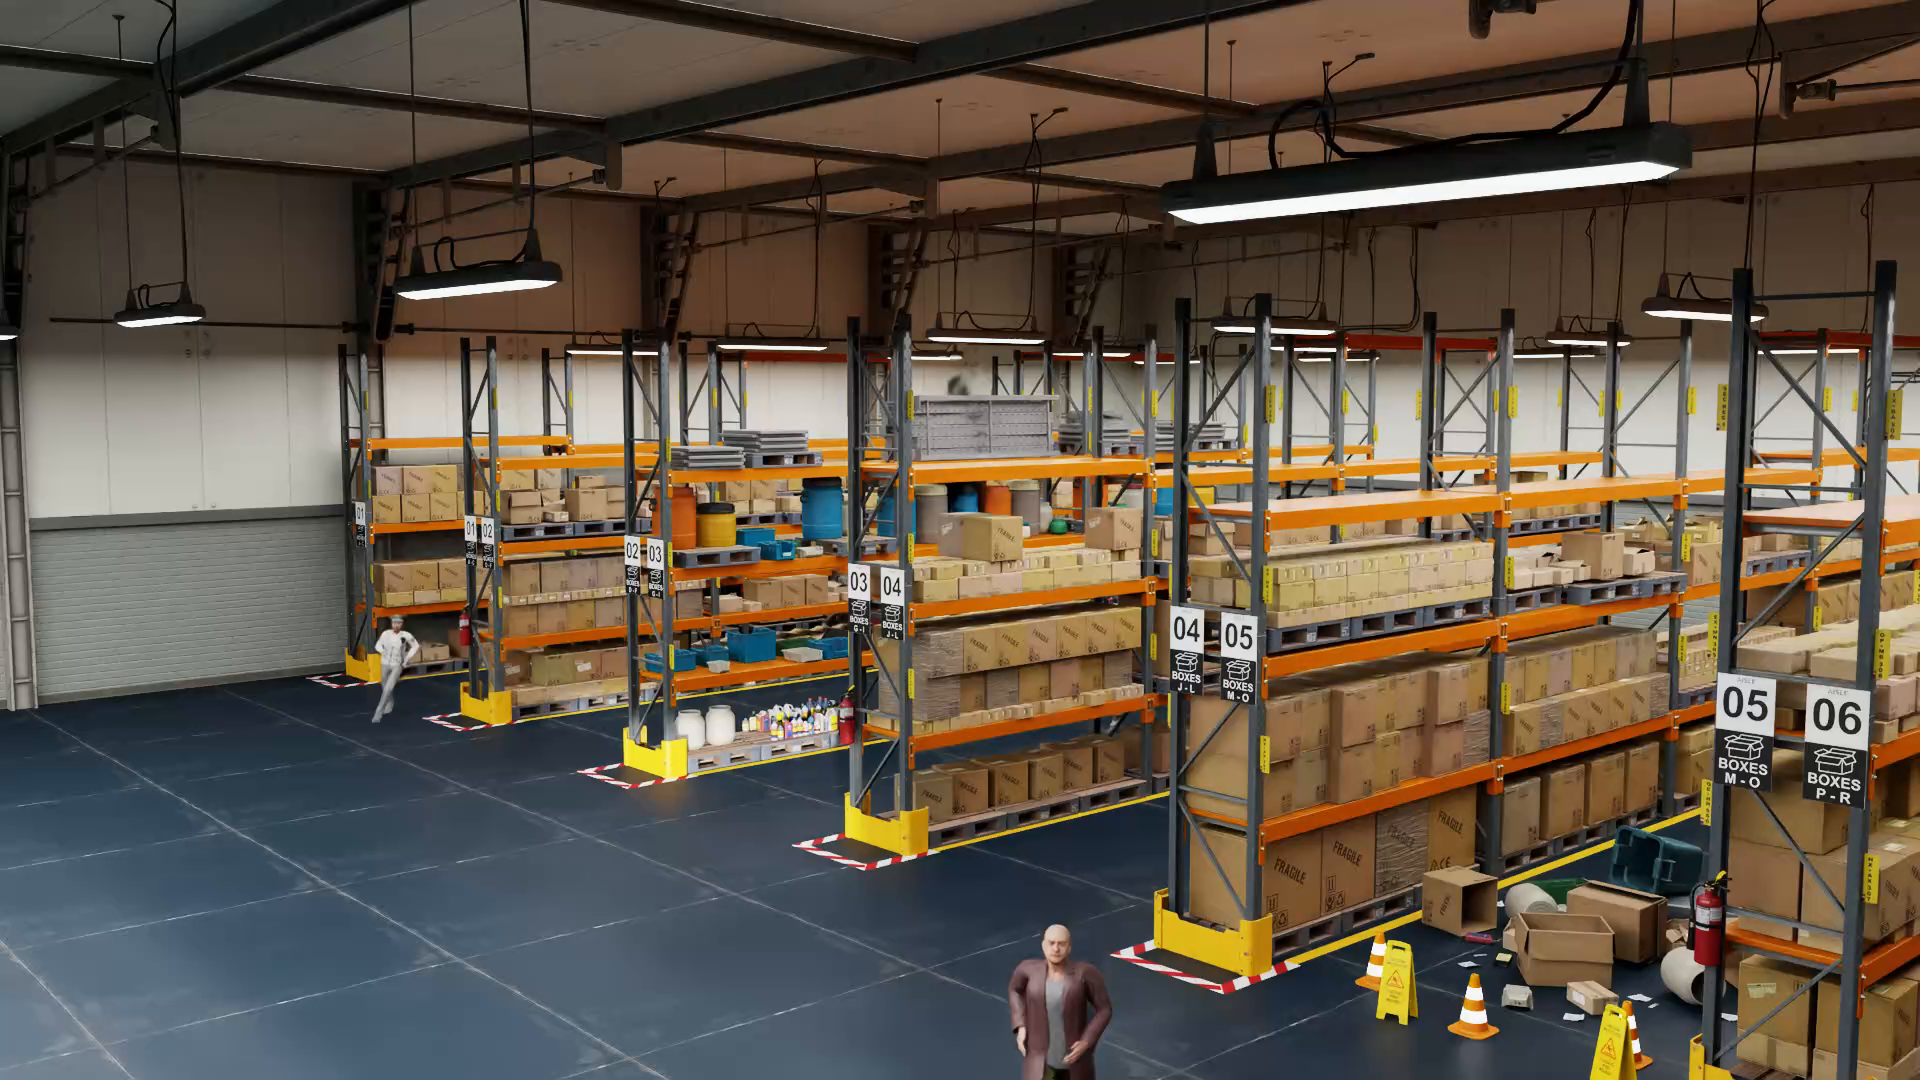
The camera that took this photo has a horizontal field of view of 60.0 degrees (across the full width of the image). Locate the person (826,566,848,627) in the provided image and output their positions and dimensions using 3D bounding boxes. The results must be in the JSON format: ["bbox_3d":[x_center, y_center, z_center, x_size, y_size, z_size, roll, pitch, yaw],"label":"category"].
[{"bbox_3d":[-2.382,1.321,33.497,0.774,1.771,0.675,-4,6,-37],"label":"person"}]

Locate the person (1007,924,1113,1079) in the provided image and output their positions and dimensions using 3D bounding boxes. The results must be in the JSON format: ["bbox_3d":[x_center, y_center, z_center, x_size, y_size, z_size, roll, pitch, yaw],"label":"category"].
[{"bbox_3d":[0.643,3.350,10.757,0.681,1.776,1.158,0,5,2],"label":"person"}]

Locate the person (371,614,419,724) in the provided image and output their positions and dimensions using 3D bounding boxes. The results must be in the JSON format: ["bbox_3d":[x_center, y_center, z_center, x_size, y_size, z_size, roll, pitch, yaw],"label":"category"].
[{"bbox_3d":[-8.885,1.989,26.194,0.627,1.677,0.874,0,5,2],"label":"person"}]

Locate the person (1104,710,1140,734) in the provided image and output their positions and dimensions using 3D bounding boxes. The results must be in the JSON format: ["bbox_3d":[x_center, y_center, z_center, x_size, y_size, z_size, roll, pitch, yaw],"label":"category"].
[{"bbox_3d":[2.383,1.864,23.684,0.893,1.797,0.667,-5,7,-44],"label":"person"}]
